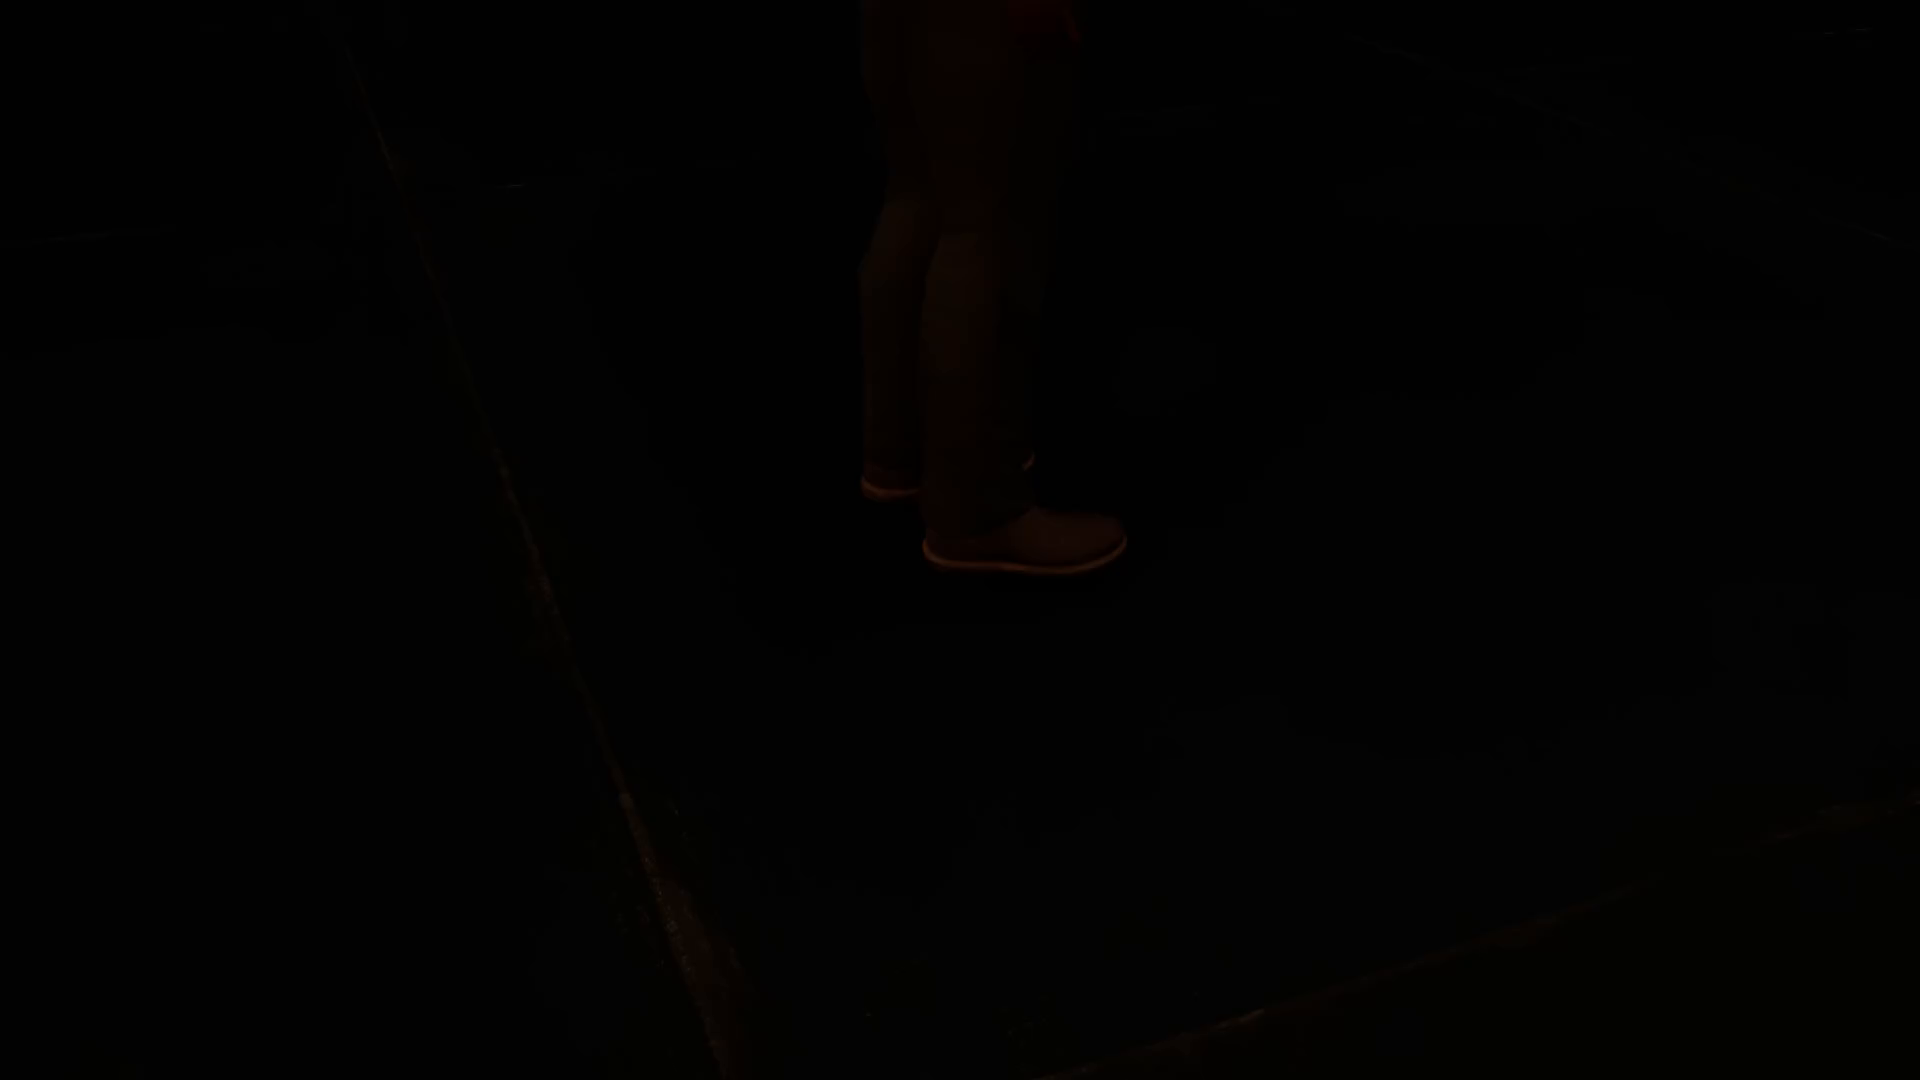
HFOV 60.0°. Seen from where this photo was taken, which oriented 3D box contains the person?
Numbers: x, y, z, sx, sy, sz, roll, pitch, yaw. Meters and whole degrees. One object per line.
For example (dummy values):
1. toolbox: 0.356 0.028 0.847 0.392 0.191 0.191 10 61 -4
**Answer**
1. person: 0.025 -0.755 2.073 0.320 1.662 0.446 -11 32 -19
